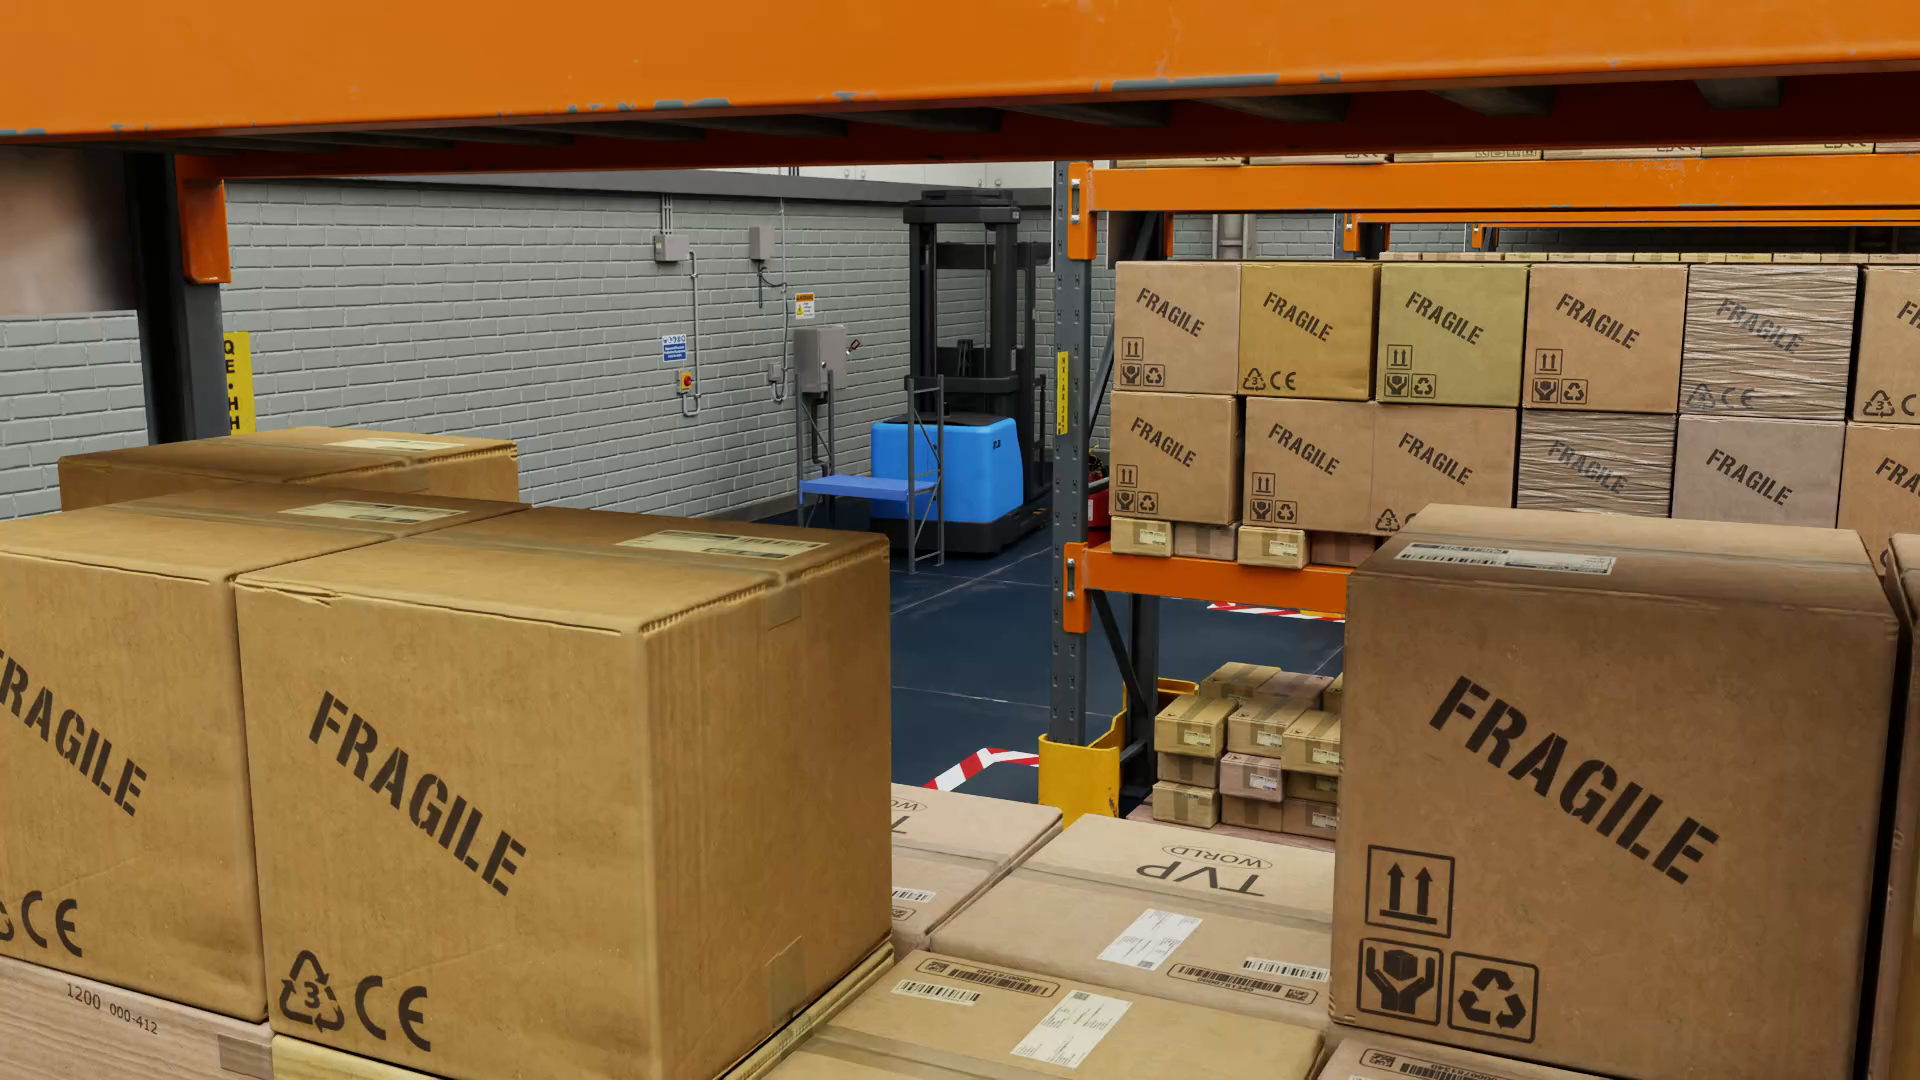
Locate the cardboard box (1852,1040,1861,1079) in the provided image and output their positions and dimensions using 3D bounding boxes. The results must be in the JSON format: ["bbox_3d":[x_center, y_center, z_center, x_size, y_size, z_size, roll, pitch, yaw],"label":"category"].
[{"bbox_3d":[1.201,0.665,1.720,0.500,0.250,0.500,5,11,26],"label":"cardboard box"}]

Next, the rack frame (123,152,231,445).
[{"bbox_3d":[-1.635,0.541,2.821,0.053,2.616,0.949,5,11,26],"label":"rack frame"}]

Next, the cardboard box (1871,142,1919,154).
[{"bbox_3d":[3.233,-1.367,5.358,0.500,0.250,0.500,5,11,26],"label":"cardboard box"}]

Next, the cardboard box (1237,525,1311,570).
[{"bbox_3d":[1.258,0.002,6.504,0.250,0.149,0.380,5,11,24],"label":"cardboard box"}]

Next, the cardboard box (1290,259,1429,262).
[{"bbox_3d":[1.623,-0.894,6.826,0.500,0.500,0.500,5,11,24],"label":"cardboard box"}]

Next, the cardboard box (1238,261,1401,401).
[{"bbox_3d":[1.389,-0.814,6.382,0.500,0.500,0.500,5,12,27],"label":"cardboard box"}]

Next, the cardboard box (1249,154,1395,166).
[{"bbox_3d":[1.408,-1.527,6.243,0.500,0.250,0.500,5,12,28],"label":"cardboard box"}]

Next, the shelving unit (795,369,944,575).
[{"bbox_3d":[-0.706,-0.552,13.067,1.048,1.500,0.538,6,12,28],"label":"shelving unit"}]

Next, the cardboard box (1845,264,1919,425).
[{"bbox_3d":[3.228,-0.649,5.471,0.500,0.500,0.500,5,11,24],"label":"cardboard box"}]

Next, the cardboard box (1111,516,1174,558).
[{"bbox_3d":[0.794,-0.042,6.743,0.250,0.149,0.380,5,11,25],"label":"cardboard box"}]

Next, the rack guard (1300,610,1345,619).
[{"bbox_3d":[2.726,0.187,11.796,0.348,0.500,1.175,5,11,26],"label":"rack guard"}]

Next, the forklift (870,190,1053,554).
[{"bbox_3d":[0.182,-1.548,14.555,1.130,2.935,3.031,3,11,17],"label":"forklift"}]

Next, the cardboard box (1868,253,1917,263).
[{"bbox_3d":[5.510,-1.620,9.846,0.250,0.149,0.380,5,11,26],"label":"cardboard box"}]

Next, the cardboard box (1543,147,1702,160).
[{"bbox_3d":[2.334,-1.446,5.796,0.500,0.250,0.500,5,11,26],"label":"cardboard box"}]

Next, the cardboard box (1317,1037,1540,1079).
[{"bbox_3d":[0.515,0.710,1.469,0.500,0.250,0.500,5,12,27],"label":"cardboard box"}]

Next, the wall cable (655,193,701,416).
[{"bbox_3d":[-2.319,-1.998,13.904,0.123,1.953,0.585,5,11,26],"label":"wall cable"}]

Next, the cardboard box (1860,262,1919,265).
[{"bbox_3d":[3.467,-0.728,5.908,0.500,0.500,0.500,5,11,24],"label":"cardboard box"}]

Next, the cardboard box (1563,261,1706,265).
[{"bbox_3d":[2.569,-0.814,6.380,0.500,0.500,0.500,5,11,24],"label":"cardboard box"}]

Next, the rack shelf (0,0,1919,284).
[{"bbox_3d":[0.157,-0.423,1.744,4.000,0.370,1.077,5,11,26],"label":"rack shelf"}]

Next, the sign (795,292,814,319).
[{"bbox_3d":[-1.469,-2.220,15.755,0.001,0.242,0.339,5,11,26],"label":"sign"}]

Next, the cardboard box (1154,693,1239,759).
[{"bbox_3d":[0.968,0.756,6.786,0.250,0.149,0.380,4,11,23],"label":"cardboard box"}]

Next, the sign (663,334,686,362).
[{"bbox_3d":[-2.395,-1.612,13.957,0.001,0.218,0.327,5,11,26],"label":"sign"}]

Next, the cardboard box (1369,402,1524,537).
[{"bbox_3d":[1.854,-0.280,6.241,0.500,0.500,0.500,5,11,27],"label":"cardboard box"}]

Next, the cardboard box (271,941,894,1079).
[{"bbox_3d":[-0.408,0.630,1.915,0.500,0.250,0.500,5,11,24],"label":"cardboard box"}]

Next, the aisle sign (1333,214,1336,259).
[{"bbox_3d":[2.555,-2.280,11.107,0.004,0.787,0.394,5,11,26],"label":"aisle sign"}]

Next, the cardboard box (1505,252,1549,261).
[{"bbox_3d":[3.637,-1.764,10.644,0.250,0.149,0.380,5,11,24],"label":"cardboard box"}]

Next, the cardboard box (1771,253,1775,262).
[{"bbox_3d":[5.261,-1.739,10.507,0.250,0.149,0.380,5,11,24],"label":"cardboard box"}]

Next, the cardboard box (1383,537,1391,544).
[{"bbox_3d":[1.783,0.025,6.372,0.250,0.149,0.380,5,11,25],"label":"cardboard box"}]

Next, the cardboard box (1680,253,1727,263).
[{"bbox_3d":[4.573,-1.688,10.225,0.250,0.149,0.380,5,11,26],"label":"cardboard box"}]

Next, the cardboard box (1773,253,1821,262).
[{"bbox_3d":[5.035,-1.651,10.018,0.250,0.149,0.380,5,11,25],"label":"cardboard box"}]

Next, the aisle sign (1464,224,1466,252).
[{"bbox_3d":[4.750,-3.072,15.484,0.004,0.787,0.394,5,11,26],"label":"aisle sign"}]

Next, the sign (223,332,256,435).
[{"bbox_3d":[-1.384,-0.231,3.166,0.005,0.325,0.100,5,11,26],"label":"sign"}]

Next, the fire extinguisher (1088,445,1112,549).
[{"bbox_3d":[0.627,-0.115,7.708,0.183,0.674,0.296,5,11,26],"label":"fire extinguisher"}]

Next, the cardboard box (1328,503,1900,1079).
[{"bbox_3d":[0.727,0.256,1.874,0.500,0.500,0.500,5,11,24],"label":"cardboard box"}]

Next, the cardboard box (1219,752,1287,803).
[{"bbox_3d":[1.225,0.920,6.717,0.250,0.149,0.380,5,11,26],"label":"cardboard box"}]

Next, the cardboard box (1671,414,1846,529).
[{"bbox_3d":[2.766,-0.197,5.780,0.500,0.500,0.500,5,11,26],"label":"cardboard box"}]

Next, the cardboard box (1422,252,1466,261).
[{"bbox_3d":[3.210,-1.821,10.957,0.250,0.149,0.380,5,12,27],"label":"cardboard box"}]

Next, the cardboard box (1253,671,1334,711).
[{"bbox_3d":[1.435,0.691,7.147,0.250,0.149,0.380,5,12,27],"label":"cardboard box"}]

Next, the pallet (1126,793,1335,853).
[{"bbox_3d":[1.429,1.205,6.981,1.213,0.211,1.003,5,11,26],"label":"pallet"}]

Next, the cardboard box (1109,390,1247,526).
[{"bbox_3d":[0.929,-0.359,6.676,0.500,0.500,0.500,6,12,29],"label":"cardboard box"}]

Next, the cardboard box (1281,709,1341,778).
[{"bbox_3d":[1.438,0.799,6.550,0.250,0.149,0.380,5,11,26],"label":"cardboard box"}]

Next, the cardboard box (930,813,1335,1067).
[{"bbox_3d":[0.295,0.585,2.162,0.500,0.250,0.500,5,11,26],"label":"cardboard box"}]

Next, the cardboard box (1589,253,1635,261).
[{"bbox_3d":[4.101,-1.725,10.430,0.250,0.149,0.380,5,11,26],"label":"cardboard box"}]

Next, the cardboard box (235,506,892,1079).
[{"bbox_3d":[-0.410,0.260,1.853,0.500,0.500,0.500,5,11,24],"label":"cardboard box"}]

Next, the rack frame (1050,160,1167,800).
[{"bbox_3d":[0.648,-0.243,7.151,0.127,3.000,1.000,5,11,26],"label":"rack frame"}]

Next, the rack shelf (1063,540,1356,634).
[{"bbox_3d":[2.442,0.269,6.344,4.000,0.370,1.077,5,11,26],"label":"rack shelf"}]

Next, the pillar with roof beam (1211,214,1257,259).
[{"bbox_3d":[1.017,-4.456,13.581,0.400,9.000,9.100,5,11,26],"label":"pillar with roof beam"}]

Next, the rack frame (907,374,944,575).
[{"bbox_3d":[-0.261,-0.508,12.826,0.032,1.500,0.500,6,12,28],"label":"rack frame"}]

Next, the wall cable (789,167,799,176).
[{"bbox_3d":[-0.876,-4.977,16.358,0.133,3.039,2.988,5,11,26],"label":"wall cable"}]

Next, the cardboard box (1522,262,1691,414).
[{"bbox_3d":[2.304,-0.730,5.917,0.500,0.500,0.500,5,11,24],"label":"cardboard box"}]

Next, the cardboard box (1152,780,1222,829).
[{"bbox_3d":[0.977,1.046,6.856,0.250,0.149,0.380,5,12,27],"label":"cardboard box"}]

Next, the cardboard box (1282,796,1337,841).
[{"bbox_3d":[1.473,1.072,6.713,0.250,0.149,0.380,5,11,26],"label":"cardboard box"}]

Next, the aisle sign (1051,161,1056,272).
[{"bbox_3d":[0.450,-1.480,6.686,0.004,0.787,0.394,5,11,26],"label":"aisle sign"}]
